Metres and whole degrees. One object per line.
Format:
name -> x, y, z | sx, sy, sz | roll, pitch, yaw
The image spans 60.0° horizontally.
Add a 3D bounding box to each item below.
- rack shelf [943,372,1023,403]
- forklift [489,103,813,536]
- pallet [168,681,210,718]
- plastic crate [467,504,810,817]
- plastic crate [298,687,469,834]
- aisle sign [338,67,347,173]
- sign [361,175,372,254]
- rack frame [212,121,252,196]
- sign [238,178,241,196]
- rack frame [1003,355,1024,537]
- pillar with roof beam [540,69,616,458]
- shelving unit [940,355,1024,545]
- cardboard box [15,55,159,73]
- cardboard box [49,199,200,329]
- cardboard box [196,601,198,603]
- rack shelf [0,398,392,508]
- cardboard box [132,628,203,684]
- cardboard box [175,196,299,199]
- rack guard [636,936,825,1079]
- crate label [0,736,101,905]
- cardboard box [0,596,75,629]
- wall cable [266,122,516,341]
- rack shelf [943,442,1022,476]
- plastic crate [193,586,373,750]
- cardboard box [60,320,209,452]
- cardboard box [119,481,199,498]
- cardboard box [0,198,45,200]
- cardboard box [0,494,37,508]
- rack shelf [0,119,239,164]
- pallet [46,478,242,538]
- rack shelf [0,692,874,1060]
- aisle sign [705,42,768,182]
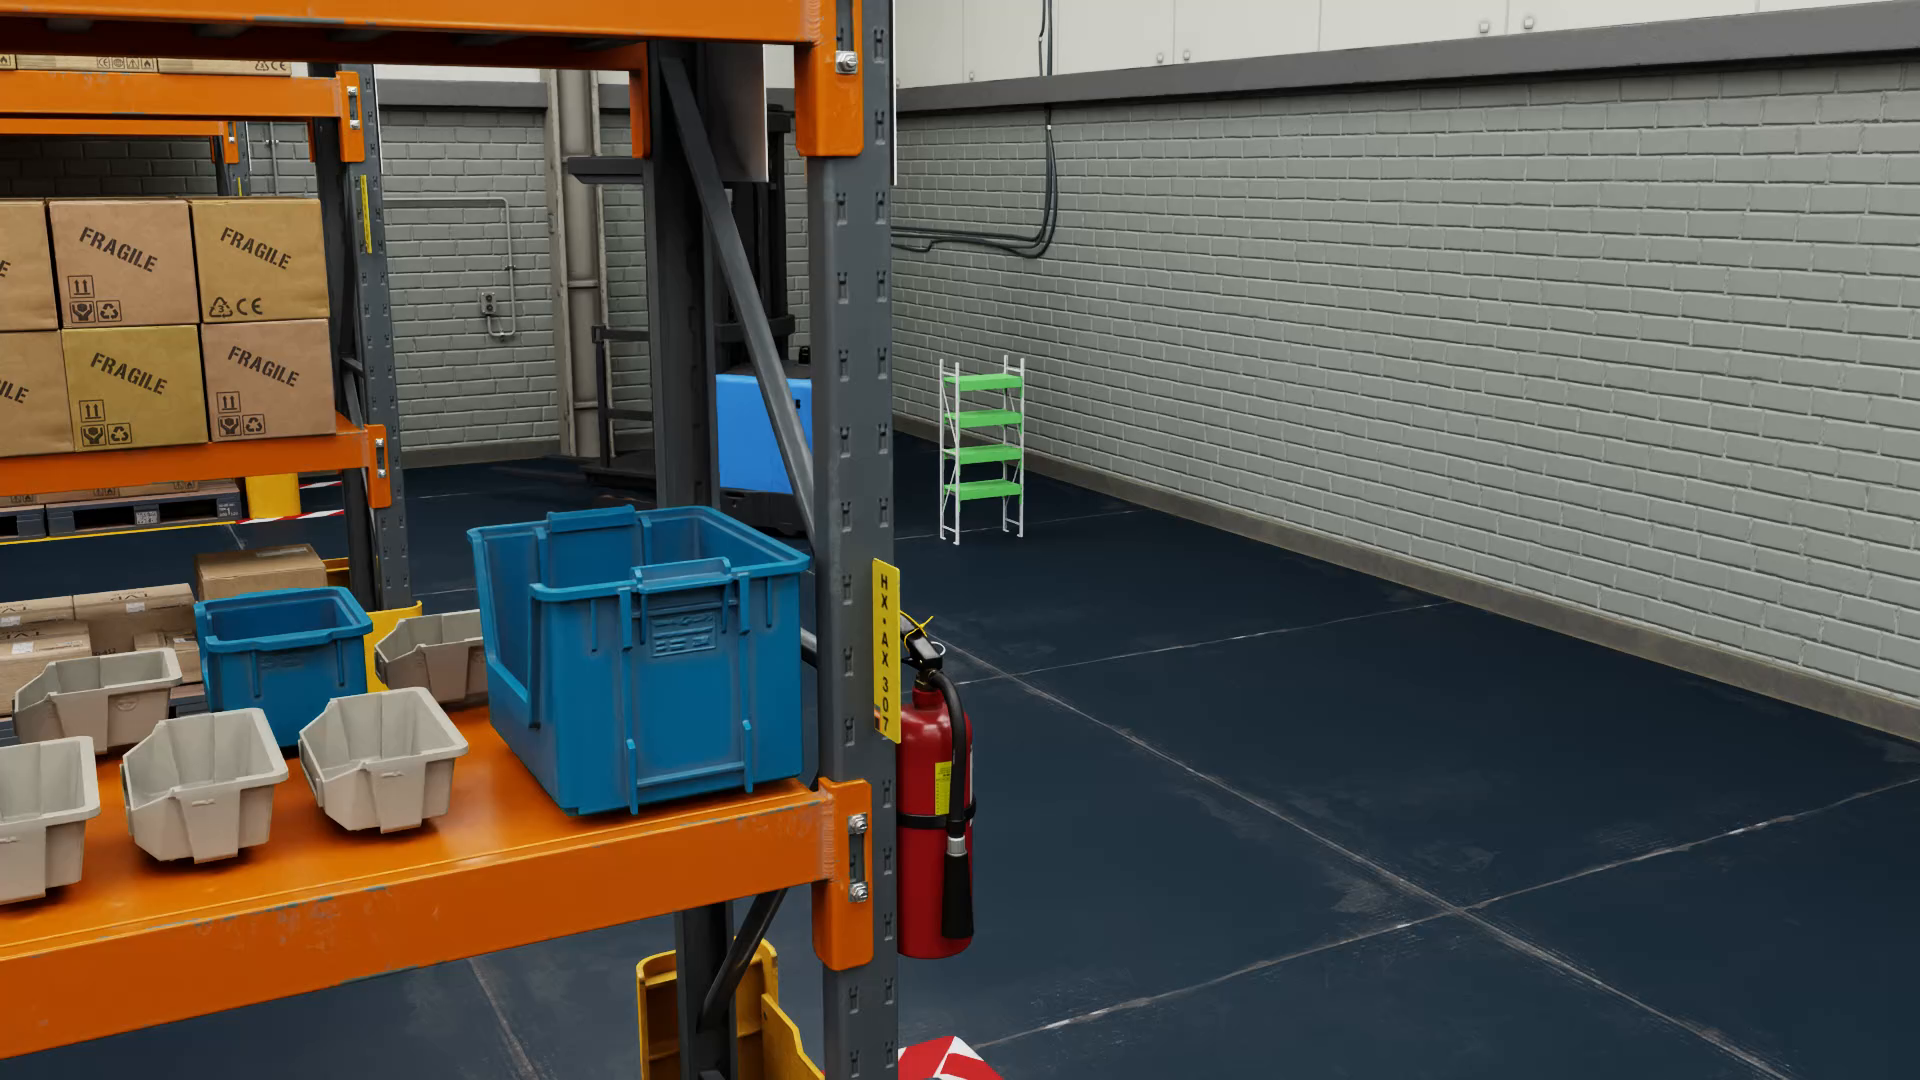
rack shelf -> 0.145, -1.009, 10.963 | 0.480, 0.148, 0.258 | -7, 14, -28
forklift -> -2.041, -1.661, 11.812 | 3.031, 2.935, 1.130 | 6, 14, 27
pallet -> -3.547, 0.674, 7.634 | 1.213, 0.211, 1.003 | -7, 14, -28
plastic crate -> -0.615, 0.201, 3.167 | 0.499, 0.435, 0.616 | -7, 14, -28
plastic crate -> -1.040, 0.396, 2.980 | 0.243, 0.136, 0.396 | -7, 14, -28
aisle sign -> -2.862, -2.111, 7.735 | 0.004, 0.787, 0.394 | -7, 14, -28
sign -> -2.532, -1.389, 7.091 | 0.005, 0.325, 0.100 | -7, 14, -28
rack frame -> -5.158, -1.733, 11.977 | 0.127, 3.000, 1.000 | -7, 14, -28
sign -> -4.910, -2.307, 11.353 | 0.005, 0.325, 0.100 | -7, 14, -28
rack frame -> 0.359, -0.628, 11.169 | 0.015, 1.200, 0.240 | -7, 14, -28
pillar with roof beam -> -1.139, -4.281, 9.635 | 0.400, 9.000, 9.100 | -7, 14, -28
shelving unit -> 0.145, -0.603, 11.055 | 0.503, 1.200, 0.258 | -7, 14, -28
cardboard box -> -3.549, -2.014, 6.734 | 0.500, 0.250, 0.500 | -7, 14, -28
cardboard box -> -3.483, -1.162, 6.936 | 0.500, 0.500, 0.500 | -6, 14, -26
cardboard box -> -3.532, 0.393, 7.982 | 0.250, 0.166, 0.380 | -7, 14, -28
rack shelf -> -4.536, -0.217, 6.881 | 4.000, 0.370, 1.077 | -7, 14, -28
cardboard box -> -3.539, 0.519, 7.423 | 0.250, 0.166, 0.380 | -7, 14, -28
cardboard box -> -3.297, -1.319, 7.635 | 0.500, 0.500, 0.500 | -6, 14, -26
rack guard -> -0.396, 1.391, 3.791 | 0.348, 0.500, 1.175 | -7, 14, -28
crate label -> -1.534, 0.458, 2.706 | 0.243, 0.136, 0.396 | -7, 14, -28
cardboard box -> -4.272, 0.456, 7.512 | 0.500, 0.250, 0.500 | -7, 14, -28
wall cable -> -4.487, -2.546, 13.274 | 1.851, 1.984, 0.084 | -7, 14, -28
rack shelf -> 0.145, -0.540, 11.069 | 0.480, 0.148, 0.258 | -7, 14, -28
plastic crate -> -1.363, 0.261, 3.364 | 0.300, 0.233, 0.416 | -7, 14, -28
cardboard box -> -3.497, -0.673, 7.038 | 0.500, 0.500, 0.500 | -7, 14, -27
cardboard box -> -5.724, -0.625, 11.793 | 0.500, 0.500, 0.700 | -7, 14, -28
cardboard box -> -4.193, -1.211, 7.154 | 0.500, 0.500, 0.500 | -7, 14, -27
cardboard box -> -6.604, -0.520, 11.323 | 0.500, 0.500, 0.700 | -7, 15, -30
rack shelf -> -6.913, -2.635, 10.792 | 4.000, 0.370, 1.077 | -7, 14, -28
pallet -> -5.822, -0.273, 11.843 | 1.213, 0.211, 1.003 | -7, 14, -28
rack shelf -> -2.166, 0.738, 2.638 | 4.000, 0.370, 1.077 | -7, 14, -28
aisle sign -> -0.490, -1.157, 3.496 | 0.004, 0.787, 0.394 | -7, 14, -28
